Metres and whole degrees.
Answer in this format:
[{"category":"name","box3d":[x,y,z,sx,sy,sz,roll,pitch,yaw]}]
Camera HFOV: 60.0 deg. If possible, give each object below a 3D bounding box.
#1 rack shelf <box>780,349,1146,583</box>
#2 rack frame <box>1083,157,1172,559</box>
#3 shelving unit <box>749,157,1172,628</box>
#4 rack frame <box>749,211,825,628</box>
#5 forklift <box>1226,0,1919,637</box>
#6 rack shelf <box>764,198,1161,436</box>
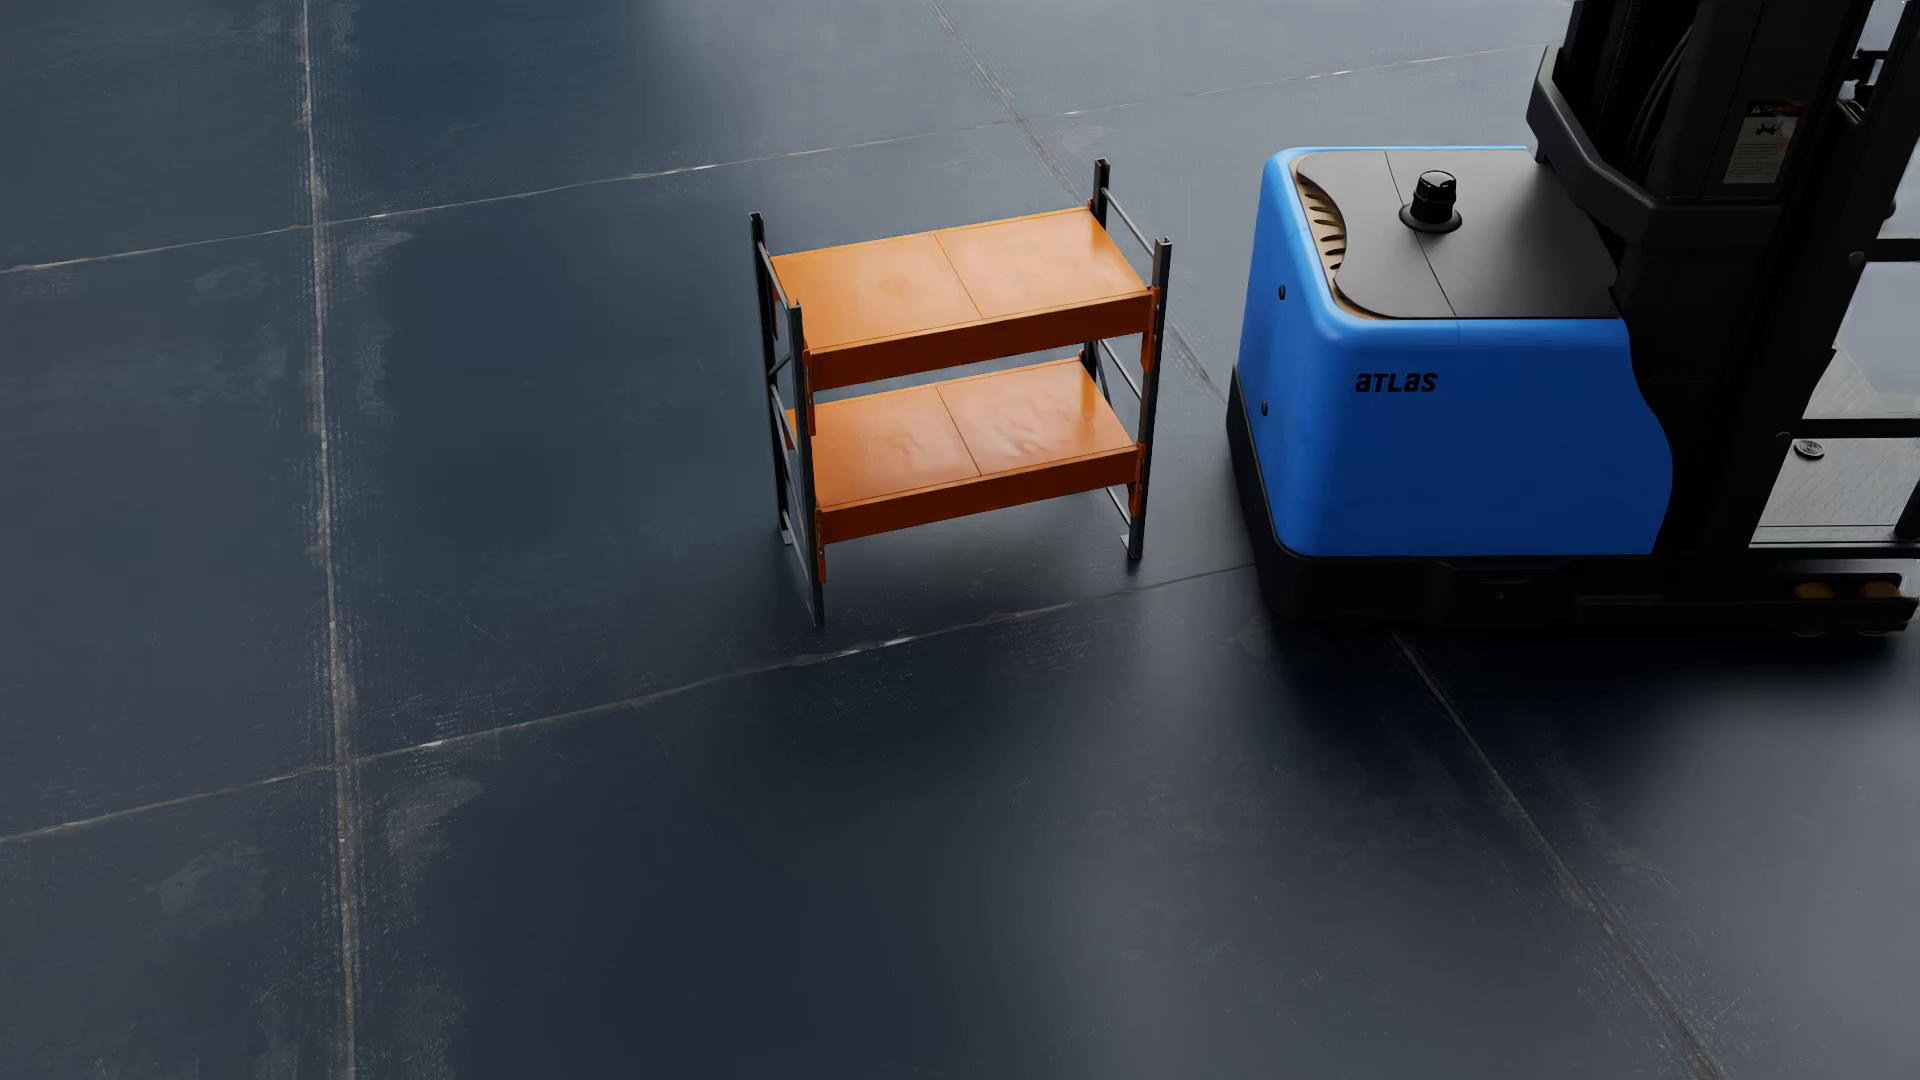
[{"category":"rack shelf","box3d":[-0.006,-0.238,5.039,1.000,0.278,0.538,-12,42,-13]},{"category":"rack frame","box3d":[0.478,-0.523,4.993,0.032,1.125,0.500,-12,42,-13]},{"category":"shelving unit","box3d":[-0.006,-0.422,4.878,1.048,1.125,0.538,-12,42,-13]},{"category":"rack frame","box3d":[-0.491,-0.322,4.763,0.032,1.125,0.500,-12,42,-13]},{"category":"forklift","box3d":[2.412,-1.169,4.360,3.031,2.935,1.130,-1,41,-1]},{"category":"rack shelf","box3d":[-0.006,-0.643,4.686,1.000,0.278,0.538,-12,42,-13]}]
